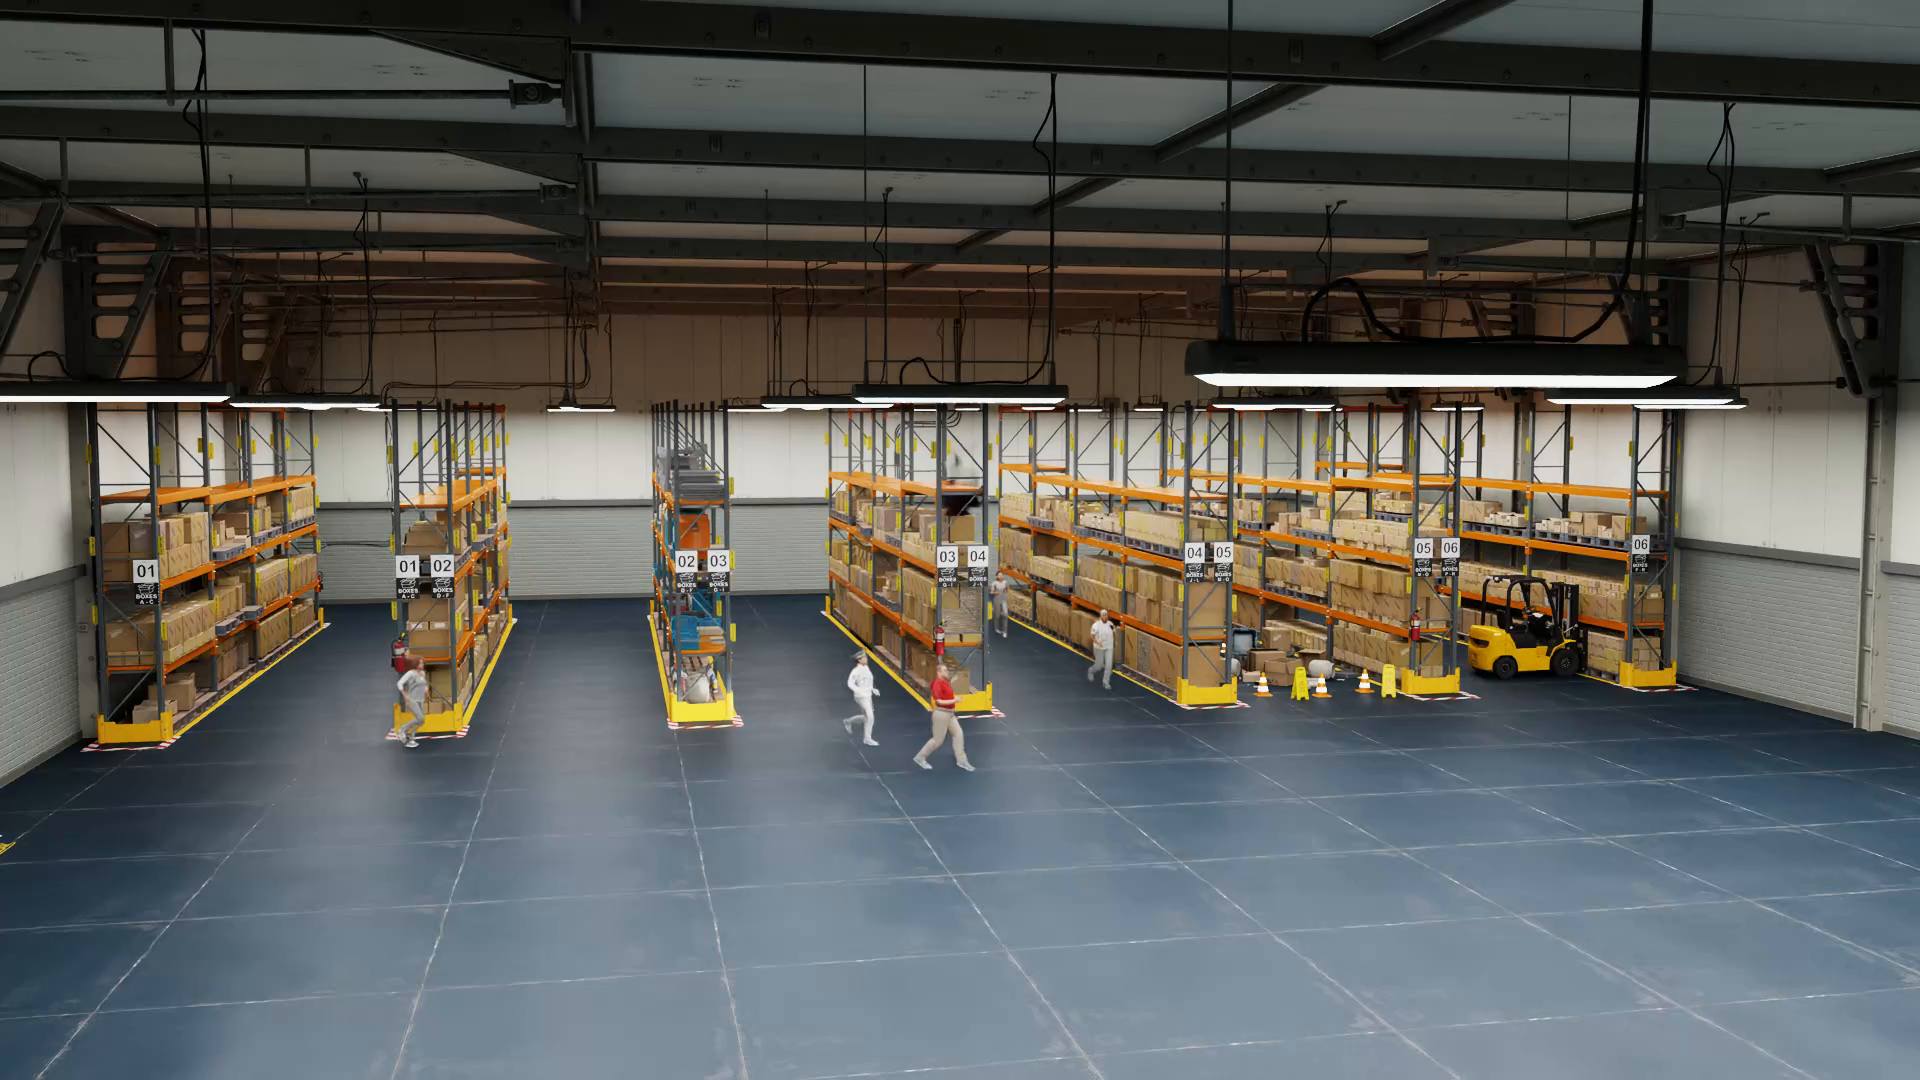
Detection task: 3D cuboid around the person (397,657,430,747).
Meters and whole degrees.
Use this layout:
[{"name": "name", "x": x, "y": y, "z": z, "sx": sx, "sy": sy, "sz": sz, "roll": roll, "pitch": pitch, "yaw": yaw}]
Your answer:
[{"name": "person", "x": -9.396, "y": 2.789, "z": 28.674, "sx": 0.492, "sy": 1.554, "sz": 0.576, "roll": 2, "pitch": 5, "yaw": 19}]

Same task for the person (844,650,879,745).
[{"name": "person", "x": -1.744, "y": 2.728, "z": 28.904, "sx": 0.677, "sy": 1.673, "sz": 0.618, "roll": 2, "pitch": 5, "yaw": 20}]

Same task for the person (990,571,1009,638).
[{"name": "person", "x": 1.034, "y": 1.650, "z": 43.014, "sx": 0.551, "sy": 1.726, "sz": 0.784, "roll": -1, "pitch": 4, "yaw": -9}]

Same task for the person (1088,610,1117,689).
[{"name": "person", "x": 3.020, "y": 2.283, "z": 34.999, "sx": 0.612, "sy": 1.660, "sz": 0.740, "roll": -1, "pitch": 4, "yaw": -17}]

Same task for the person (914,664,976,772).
[{"name": "person", "x": -0.242, "y": 2.852, "z": 26.664, "sx": 0.977, "sy": 1.740, "sz": 0.669, "roll": 1, "pitch": 4, "yaw": 15}]
